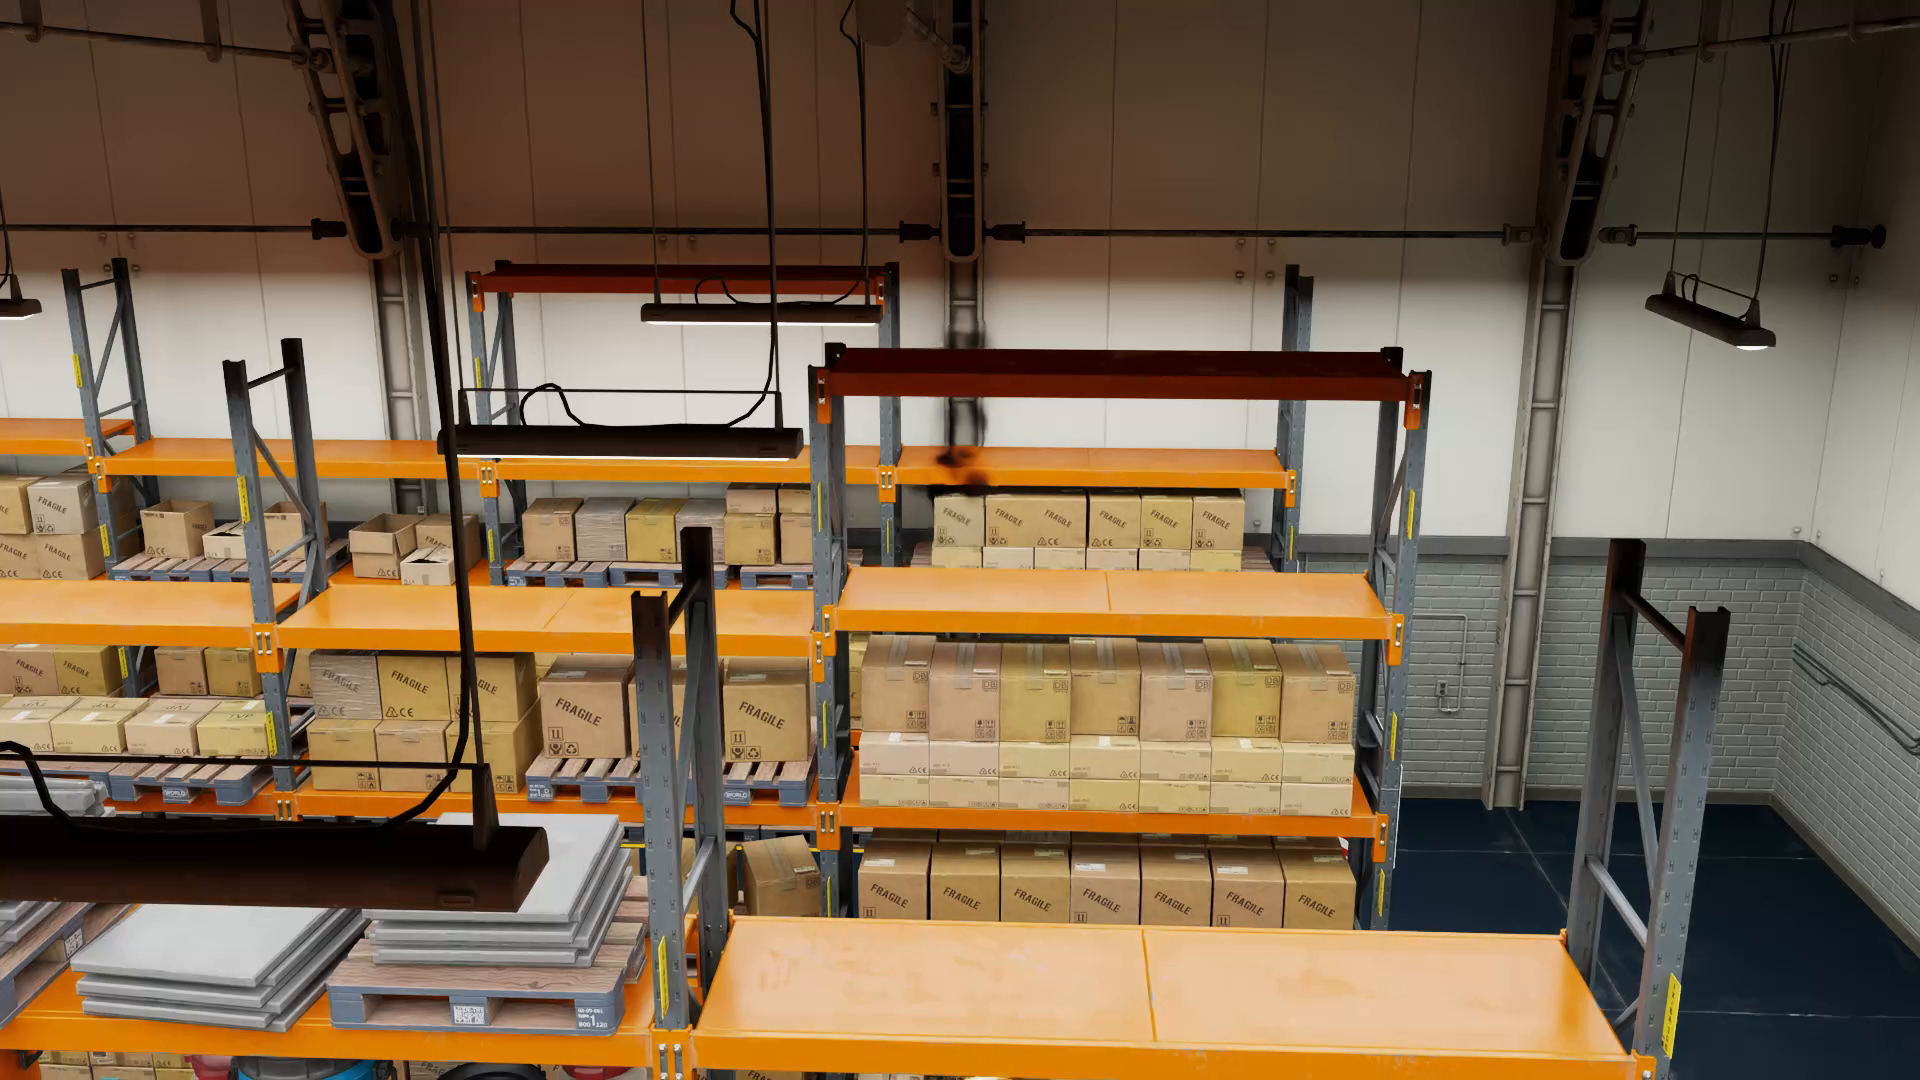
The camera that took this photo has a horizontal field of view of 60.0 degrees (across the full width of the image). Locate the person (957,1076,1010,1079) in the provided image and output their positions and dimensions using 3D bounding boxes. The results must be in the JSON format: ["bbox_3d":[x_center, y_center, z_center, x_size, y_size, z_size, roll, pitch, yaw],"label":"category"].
[{"bbox_3d":[0.231,4.128,11.265,1.125,1.766,0.670,-1,16,-3],"label":"person"}]
